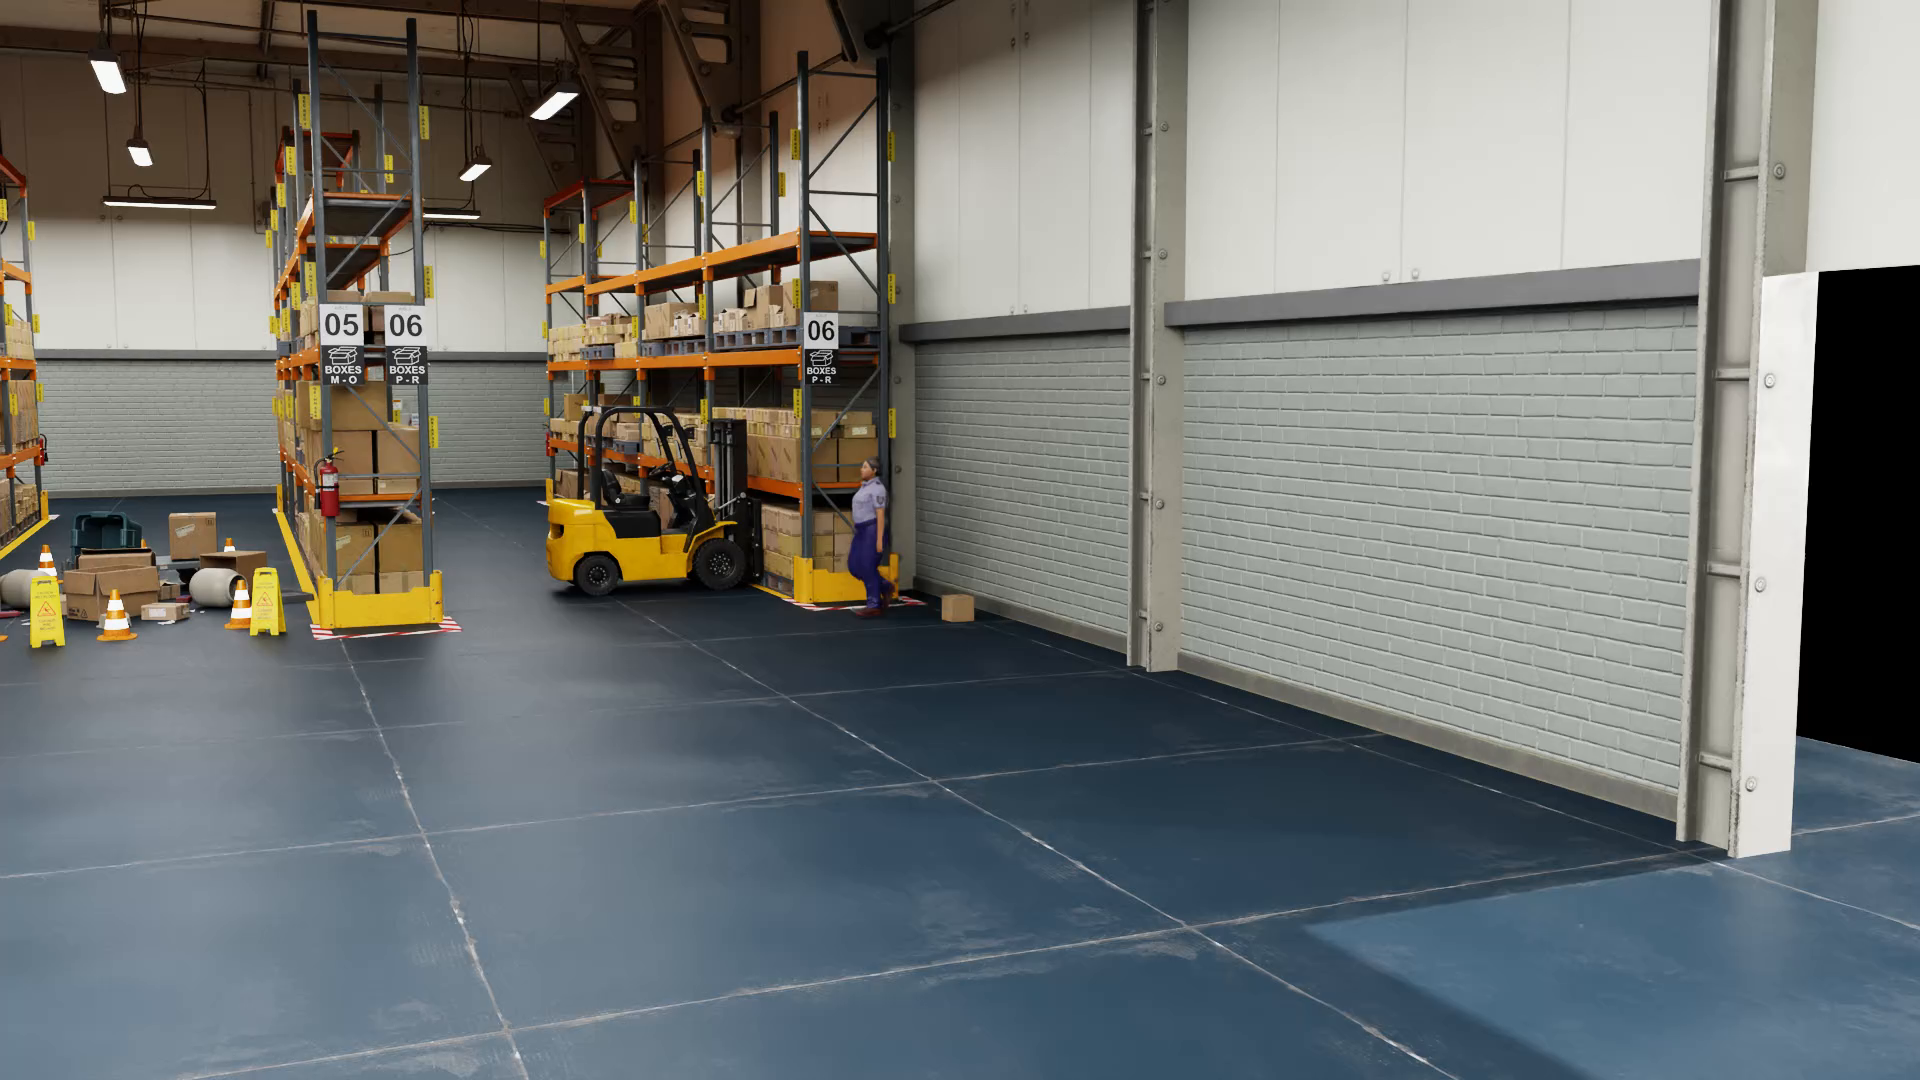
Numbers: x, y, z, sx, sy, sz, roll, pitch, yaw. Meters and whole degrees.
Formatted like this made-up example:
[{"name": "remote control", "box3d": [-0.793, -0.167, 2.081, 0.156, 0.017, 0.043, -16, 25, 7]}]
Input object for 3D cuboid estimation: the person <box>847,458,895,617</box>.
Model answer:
[{"name": "person", "box3d": [-0.886, -0.039, 17.302, 0.505, 1.634, 0.501, -2, 6, -22]}]
